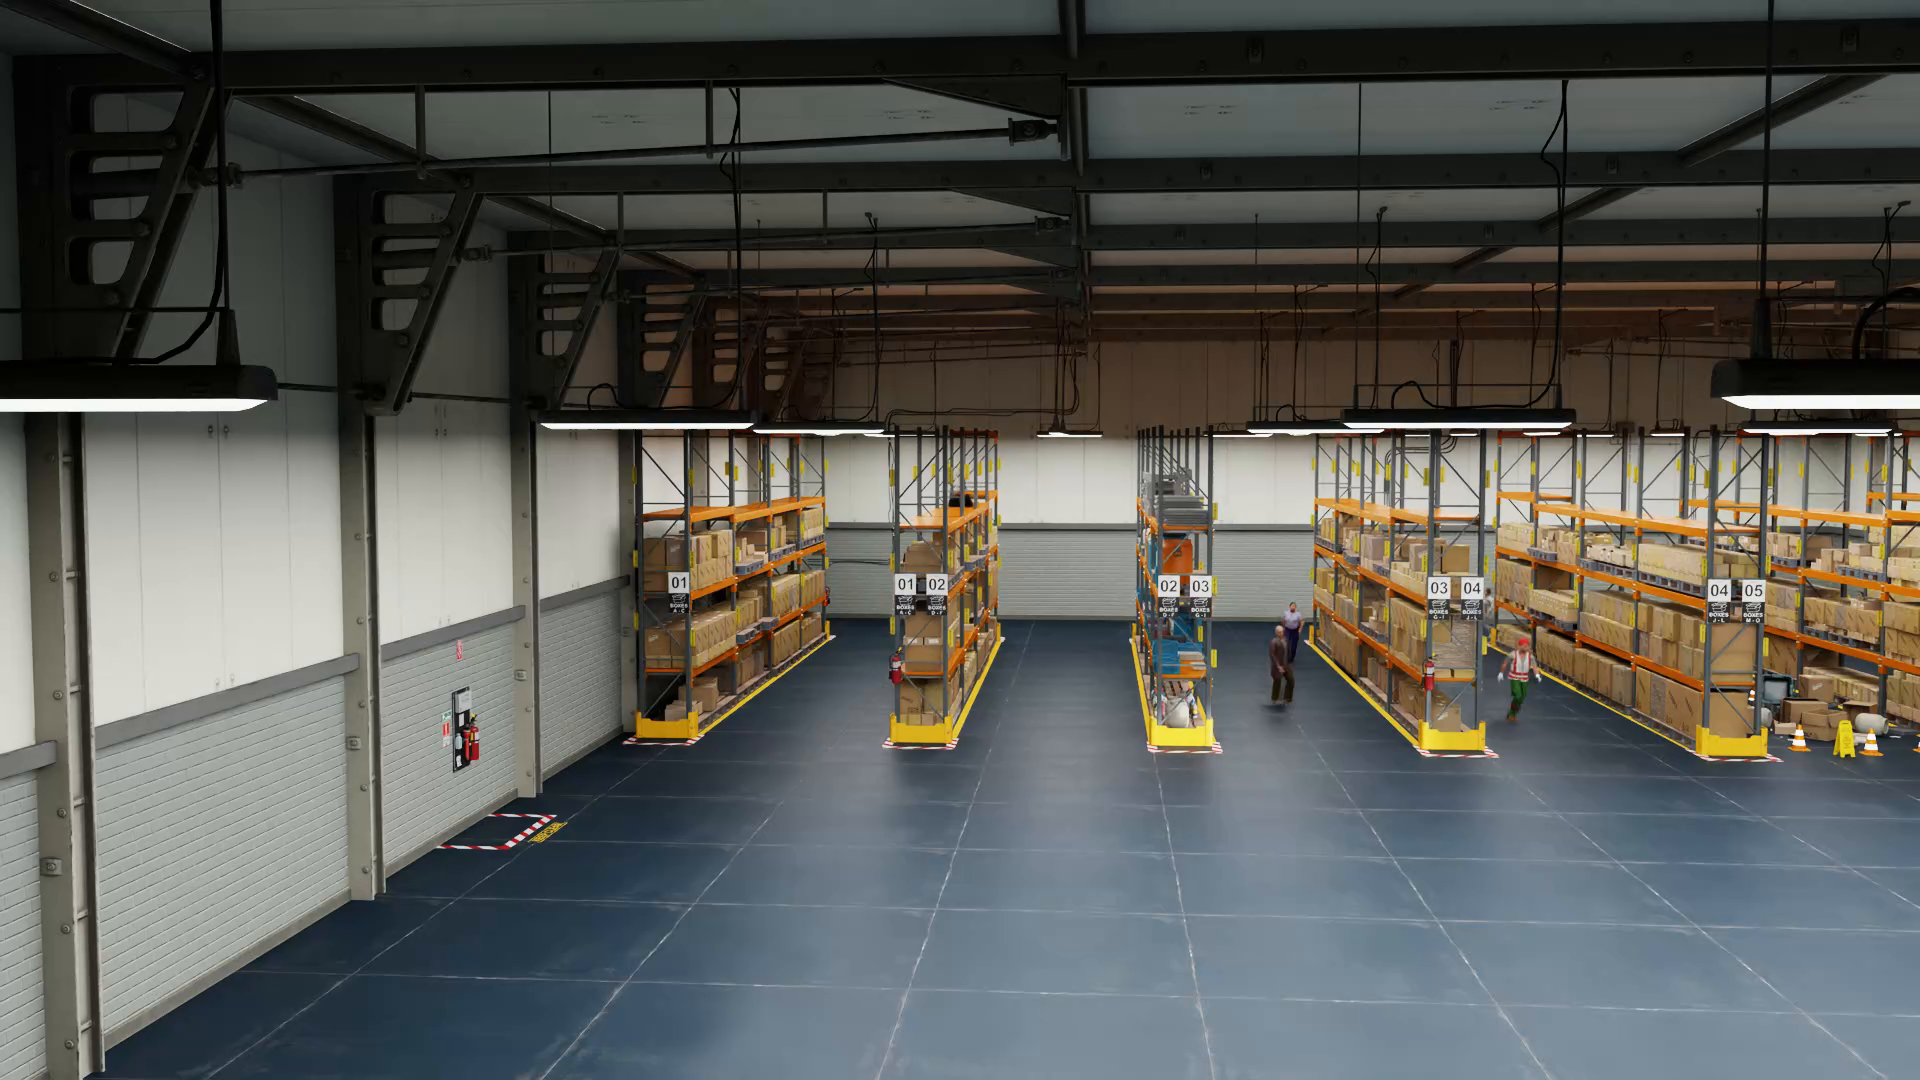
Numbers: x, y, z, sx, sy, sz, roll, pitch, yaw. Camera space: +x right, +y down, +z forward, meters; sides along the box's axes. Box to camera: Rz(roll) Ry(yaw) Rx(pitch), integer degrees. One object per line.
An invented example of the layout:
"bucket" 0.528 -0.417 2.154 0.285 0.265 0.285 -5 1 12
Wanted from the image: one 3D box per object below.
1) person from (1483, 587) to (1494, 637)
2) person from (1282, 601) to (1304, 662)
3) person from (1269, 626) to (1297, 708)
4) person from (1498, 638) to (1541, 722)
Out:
"person" 14.980 2.096 47.460 0.776 1.526 0.722 -1 4 -13
"person" 8.504 2.360 42.528 0.589 1.598 0.764 1 4 13
"person" 6.851 2.722 35.592 0.714 1.808 0.745 -2 4 -27
"person" 11.271 2.831 33.394 0.628 1.723 0.821 -1 3 -10
